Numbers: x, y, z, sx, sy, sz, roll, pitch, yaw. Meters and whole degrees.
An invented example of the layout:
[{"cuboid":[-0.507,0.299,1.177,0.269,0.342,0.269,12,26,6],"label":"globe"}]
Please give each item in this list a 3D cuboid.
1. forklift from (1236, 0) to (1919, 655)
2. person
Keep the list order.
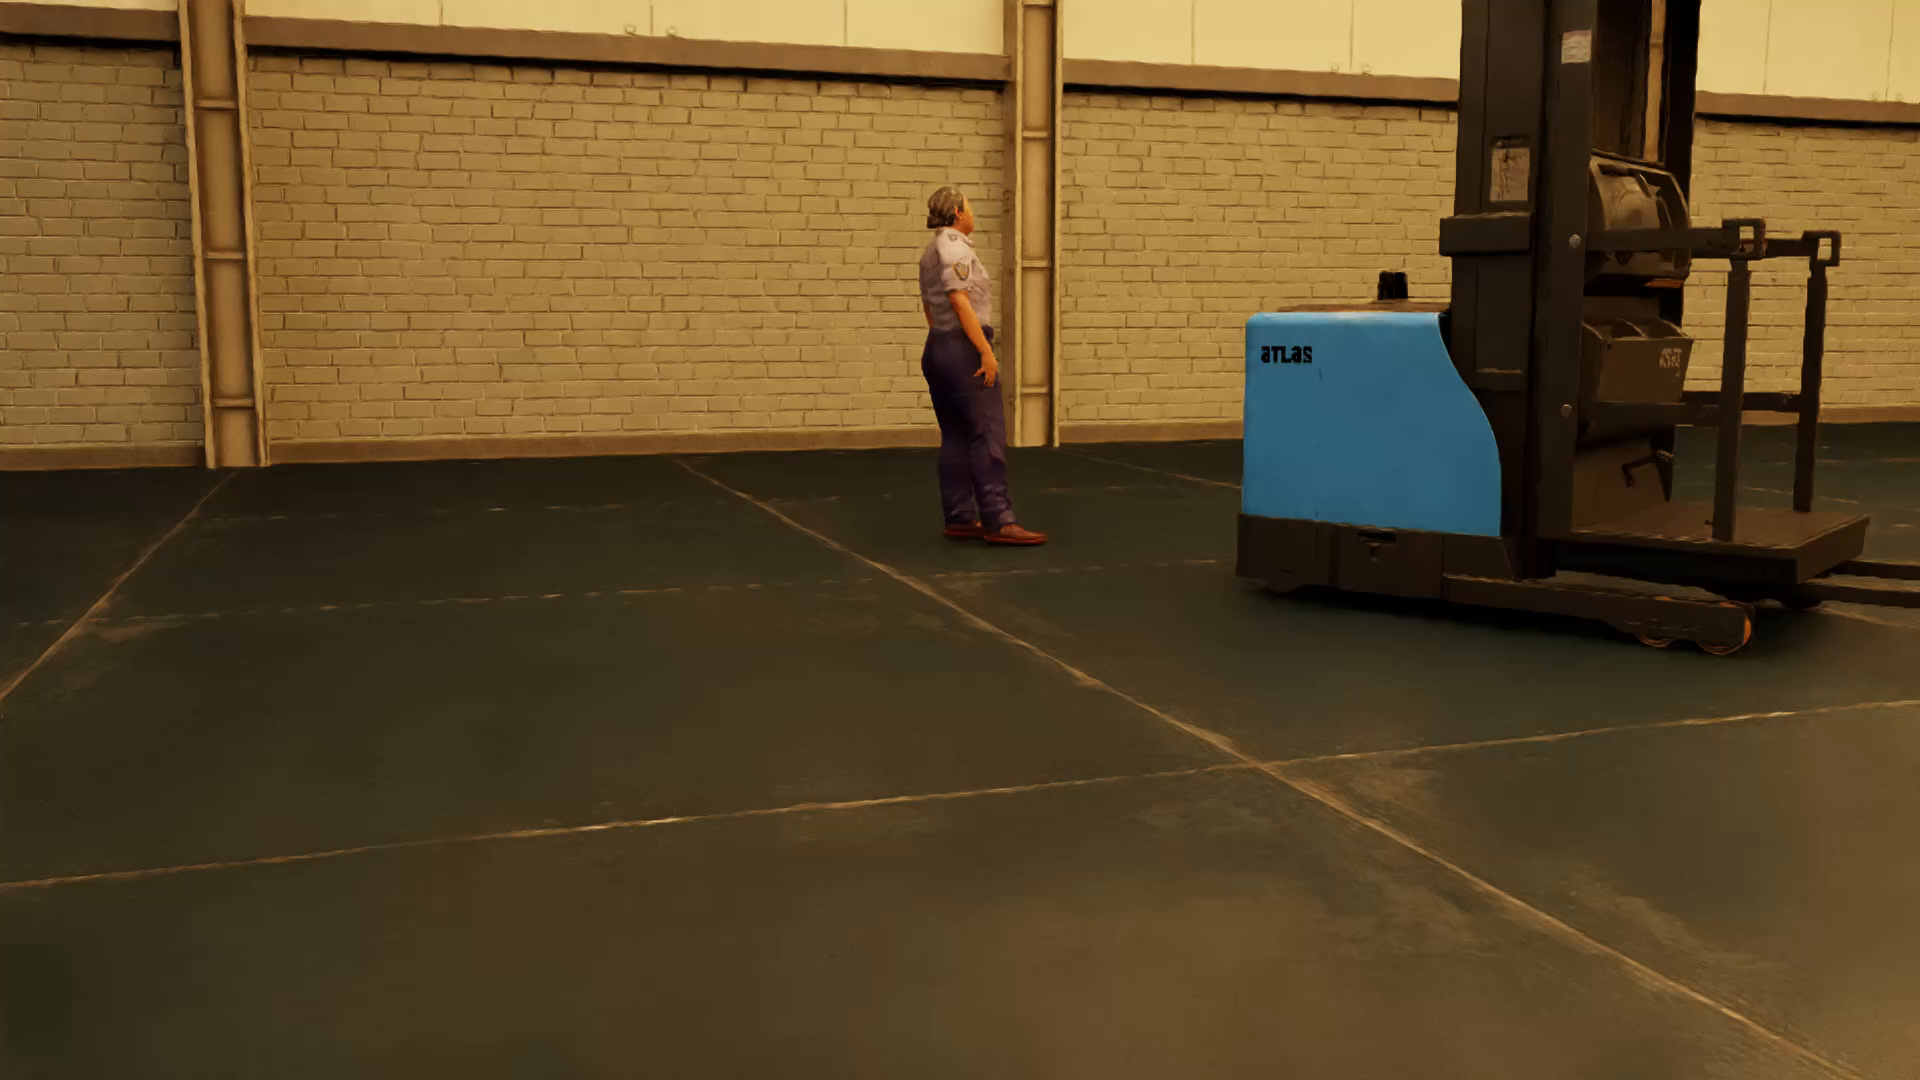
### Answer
[{"cuboid":[2.522,-1.170,5.649,3.031,2.935,1.130,6,10,39],"label":"forklift"},{"cuboid":[0.092,-0.824,7.819,0.502,1.650,0.599,-3,8,-18],"label":"person"}]
